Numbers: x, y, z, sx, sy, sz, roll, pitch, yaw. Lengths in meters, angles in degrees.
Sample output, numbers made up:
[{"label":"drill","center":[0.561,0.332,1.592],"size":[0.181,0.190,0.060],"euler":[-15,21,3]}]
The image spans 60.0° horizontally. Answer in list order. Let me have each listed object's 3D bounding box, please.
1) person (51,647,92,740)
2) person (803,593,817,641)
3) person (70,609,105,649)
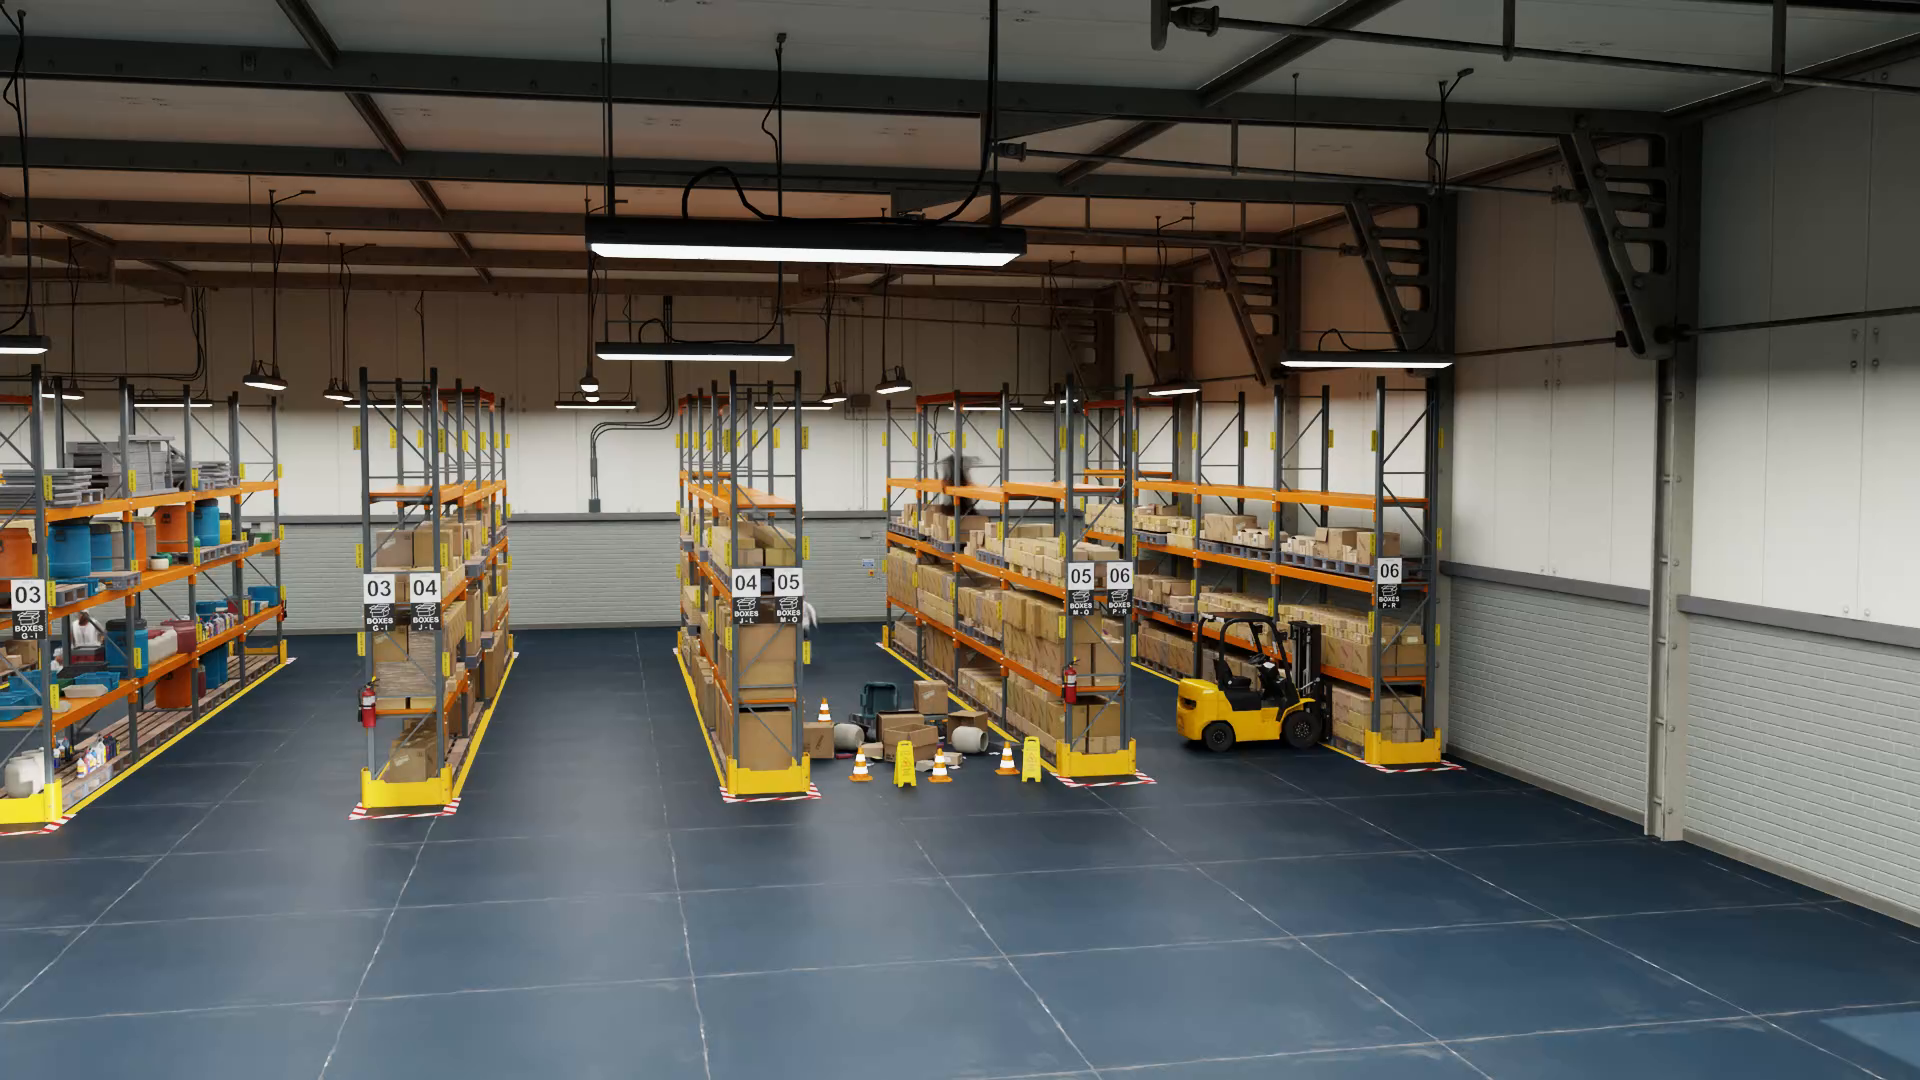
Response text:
[{"label":"person","center":[-14.984,2.561,27.969],"size":[0.660,1.582,0.868],"euler":[-2,4,-30]},{"label":"person","center":[-3.599,1.970,37.738],"size":[0.618,1.543,0.915],"euler":[-1,4,-15]},{"label":"person","center":[-17.134,2.187,32.655],"size":[0.680,1.767,0.718],"euler":[-1,3,-13]}]
